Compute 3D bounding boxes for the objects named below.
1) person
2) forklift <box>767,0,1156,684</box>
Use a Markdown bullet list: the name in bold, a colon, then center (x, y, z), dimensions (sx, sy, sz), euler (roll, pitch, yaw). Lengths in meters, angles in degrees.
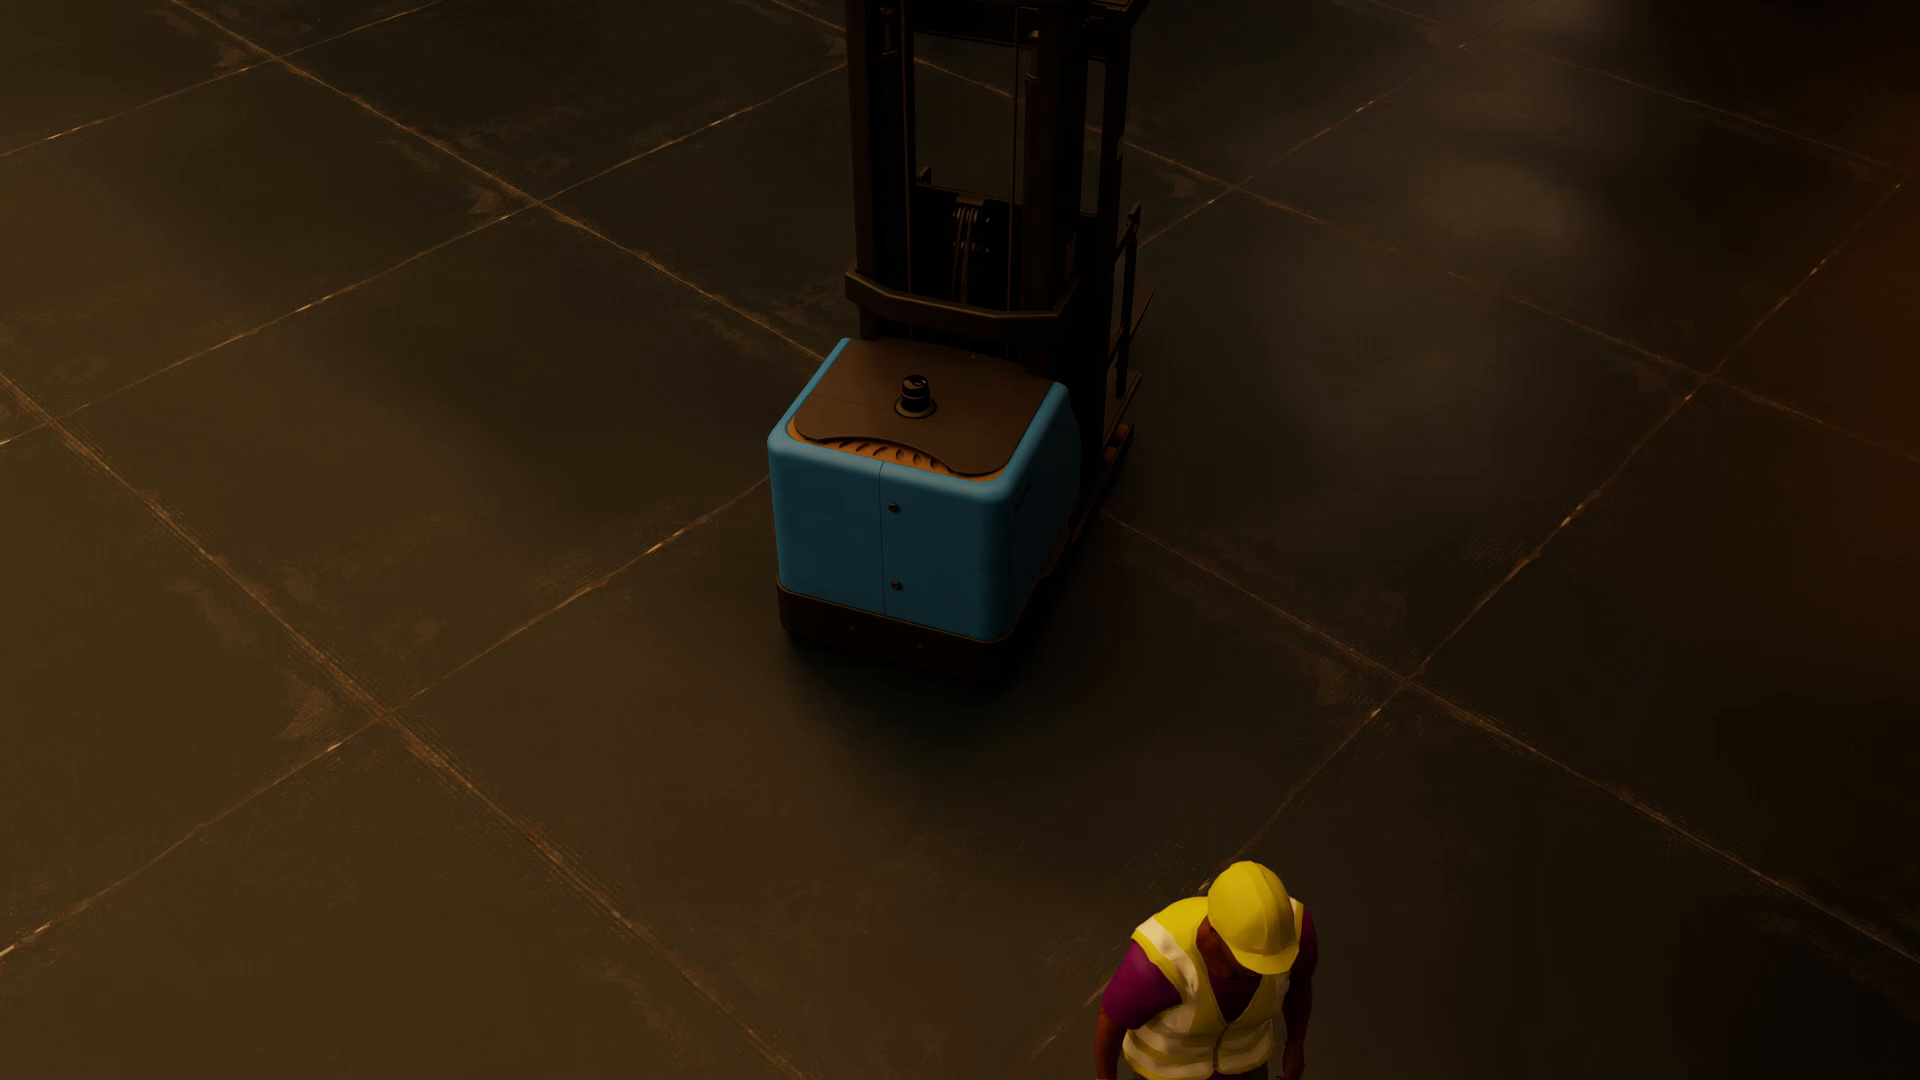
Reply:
- **person**: center (0.676, 1.458, 4.632), dimensions (0.633, 1.759, 0.462), euler (-9, 41, -10)
- **forklift**: center (0.211, -1.484, 7.158), dimensions (1.130, 2.935, 3.031), euler (14, 42, 15)
